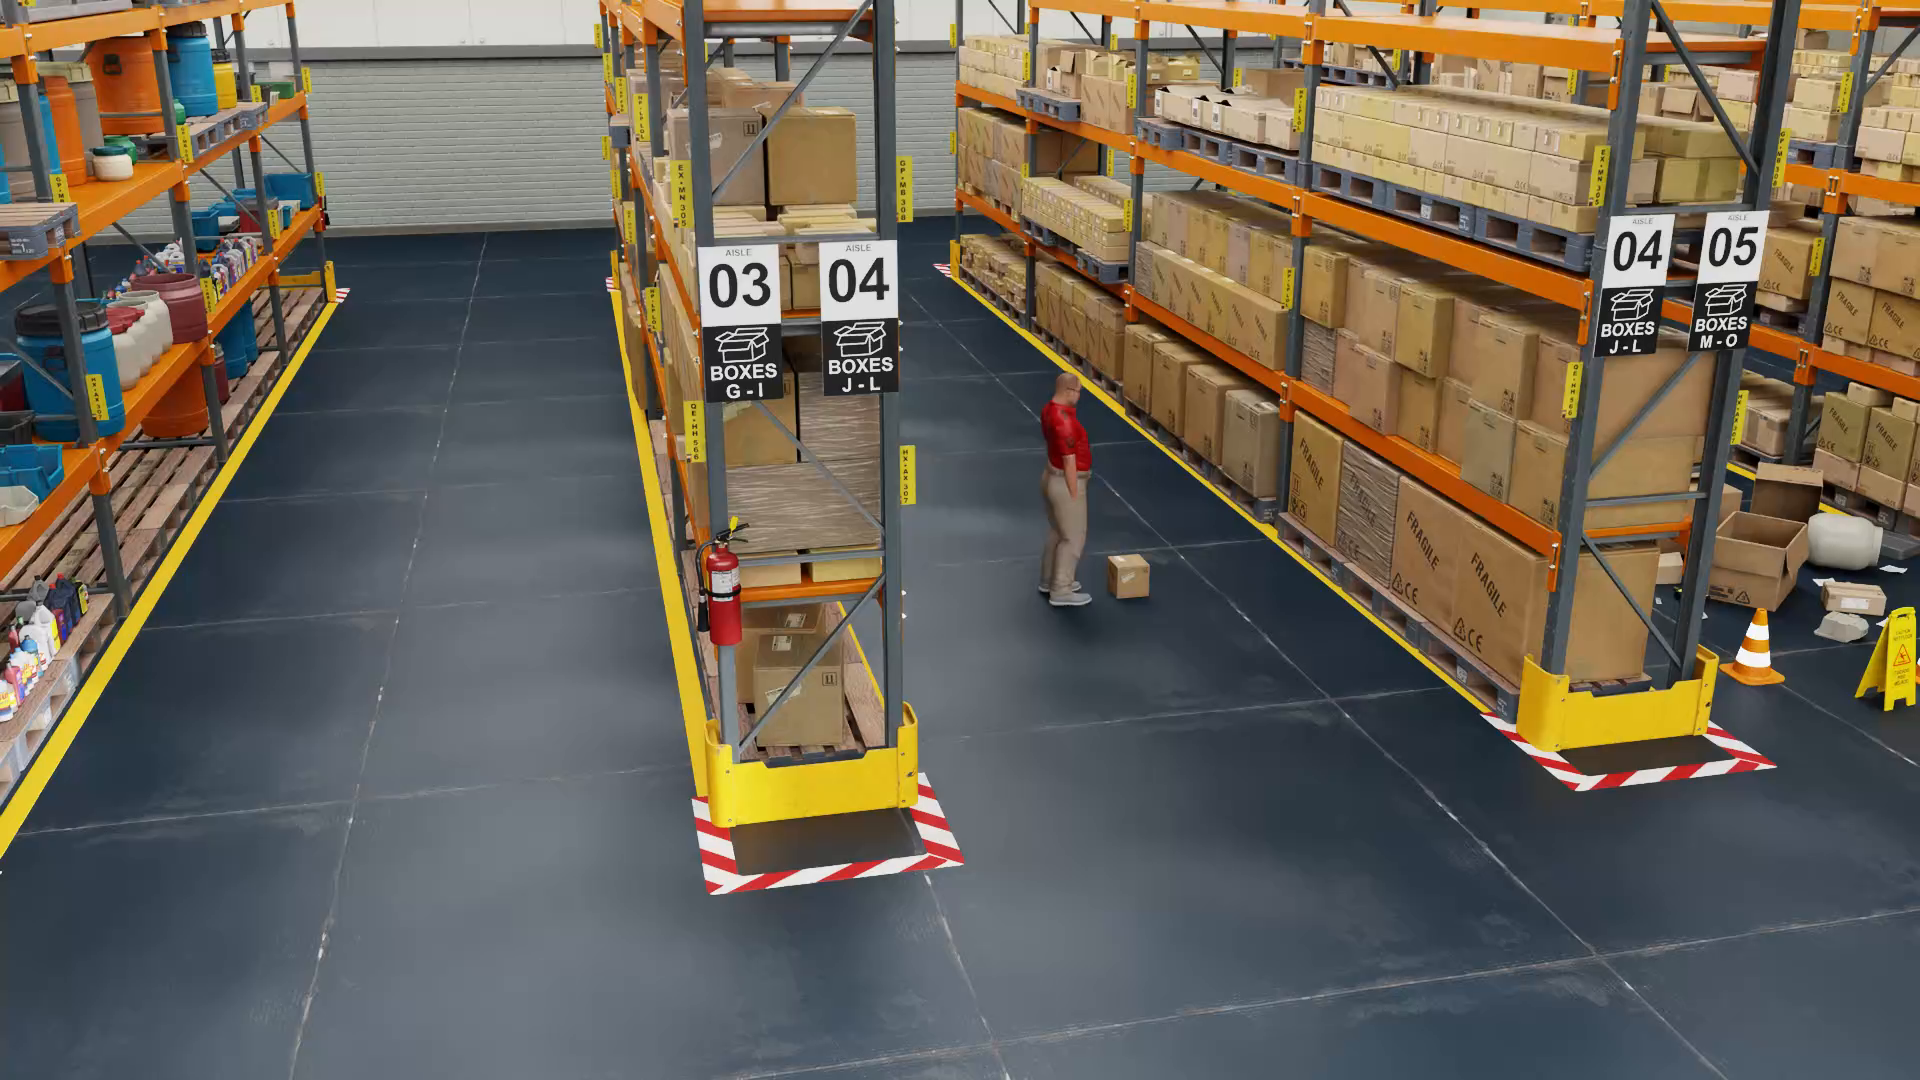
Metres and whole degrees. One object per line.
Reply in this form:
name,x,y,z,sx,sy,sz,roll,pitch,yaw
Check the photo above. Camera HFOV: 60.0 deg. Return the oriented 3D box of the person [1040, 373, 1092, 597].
person,0.781,-0.424,12.195,0.358,1.643,0.531,-4,20,-11
